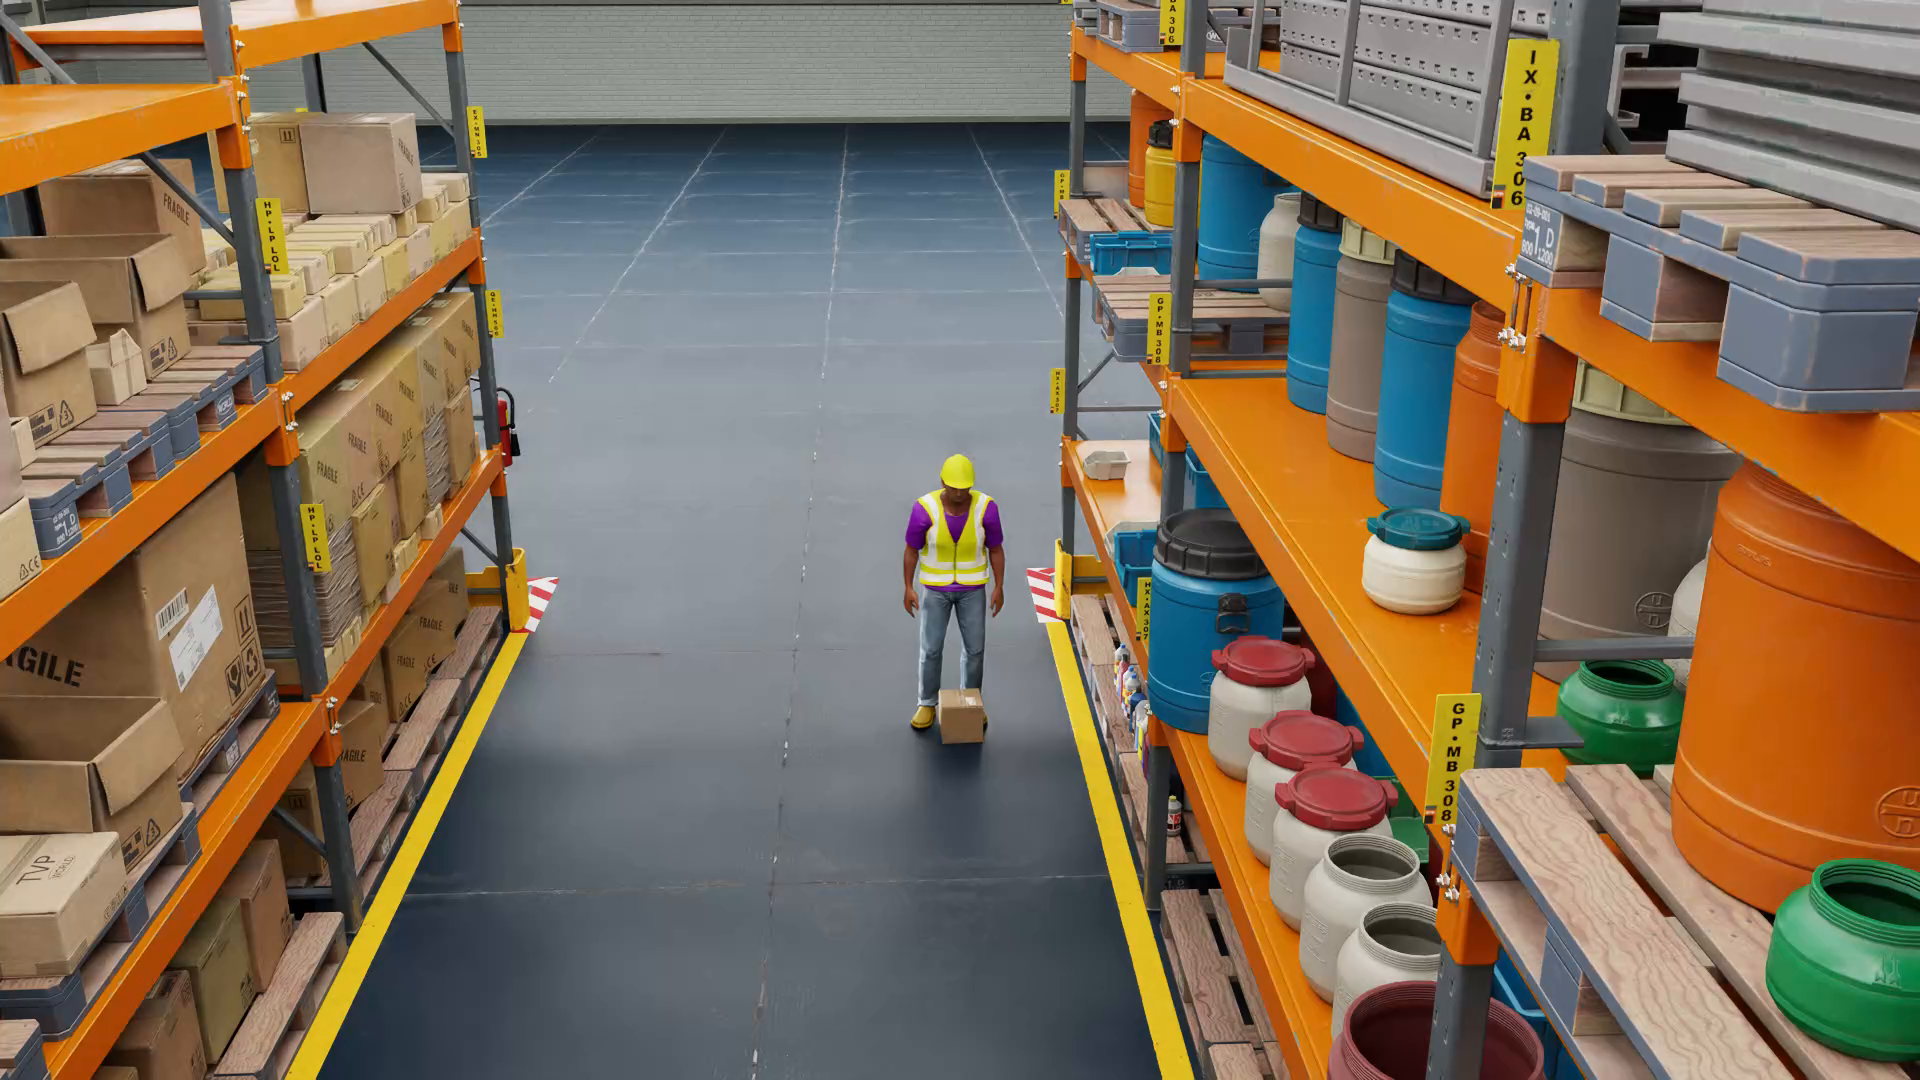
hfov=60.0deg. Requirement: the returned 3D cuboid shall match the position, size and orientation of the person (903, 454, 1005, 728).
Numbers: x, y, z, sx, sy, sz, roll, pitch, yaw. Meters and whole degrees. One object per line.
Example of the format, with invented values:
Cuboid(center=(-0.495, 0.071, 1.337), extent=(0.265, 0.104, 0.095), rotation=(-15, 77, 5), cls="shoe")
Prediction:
Cuboid(center=(-0.037, 0.303, 10.230), extent=(0.627, 1.760, 0.459), rotation=(-1, 20, -3), cls="person")
